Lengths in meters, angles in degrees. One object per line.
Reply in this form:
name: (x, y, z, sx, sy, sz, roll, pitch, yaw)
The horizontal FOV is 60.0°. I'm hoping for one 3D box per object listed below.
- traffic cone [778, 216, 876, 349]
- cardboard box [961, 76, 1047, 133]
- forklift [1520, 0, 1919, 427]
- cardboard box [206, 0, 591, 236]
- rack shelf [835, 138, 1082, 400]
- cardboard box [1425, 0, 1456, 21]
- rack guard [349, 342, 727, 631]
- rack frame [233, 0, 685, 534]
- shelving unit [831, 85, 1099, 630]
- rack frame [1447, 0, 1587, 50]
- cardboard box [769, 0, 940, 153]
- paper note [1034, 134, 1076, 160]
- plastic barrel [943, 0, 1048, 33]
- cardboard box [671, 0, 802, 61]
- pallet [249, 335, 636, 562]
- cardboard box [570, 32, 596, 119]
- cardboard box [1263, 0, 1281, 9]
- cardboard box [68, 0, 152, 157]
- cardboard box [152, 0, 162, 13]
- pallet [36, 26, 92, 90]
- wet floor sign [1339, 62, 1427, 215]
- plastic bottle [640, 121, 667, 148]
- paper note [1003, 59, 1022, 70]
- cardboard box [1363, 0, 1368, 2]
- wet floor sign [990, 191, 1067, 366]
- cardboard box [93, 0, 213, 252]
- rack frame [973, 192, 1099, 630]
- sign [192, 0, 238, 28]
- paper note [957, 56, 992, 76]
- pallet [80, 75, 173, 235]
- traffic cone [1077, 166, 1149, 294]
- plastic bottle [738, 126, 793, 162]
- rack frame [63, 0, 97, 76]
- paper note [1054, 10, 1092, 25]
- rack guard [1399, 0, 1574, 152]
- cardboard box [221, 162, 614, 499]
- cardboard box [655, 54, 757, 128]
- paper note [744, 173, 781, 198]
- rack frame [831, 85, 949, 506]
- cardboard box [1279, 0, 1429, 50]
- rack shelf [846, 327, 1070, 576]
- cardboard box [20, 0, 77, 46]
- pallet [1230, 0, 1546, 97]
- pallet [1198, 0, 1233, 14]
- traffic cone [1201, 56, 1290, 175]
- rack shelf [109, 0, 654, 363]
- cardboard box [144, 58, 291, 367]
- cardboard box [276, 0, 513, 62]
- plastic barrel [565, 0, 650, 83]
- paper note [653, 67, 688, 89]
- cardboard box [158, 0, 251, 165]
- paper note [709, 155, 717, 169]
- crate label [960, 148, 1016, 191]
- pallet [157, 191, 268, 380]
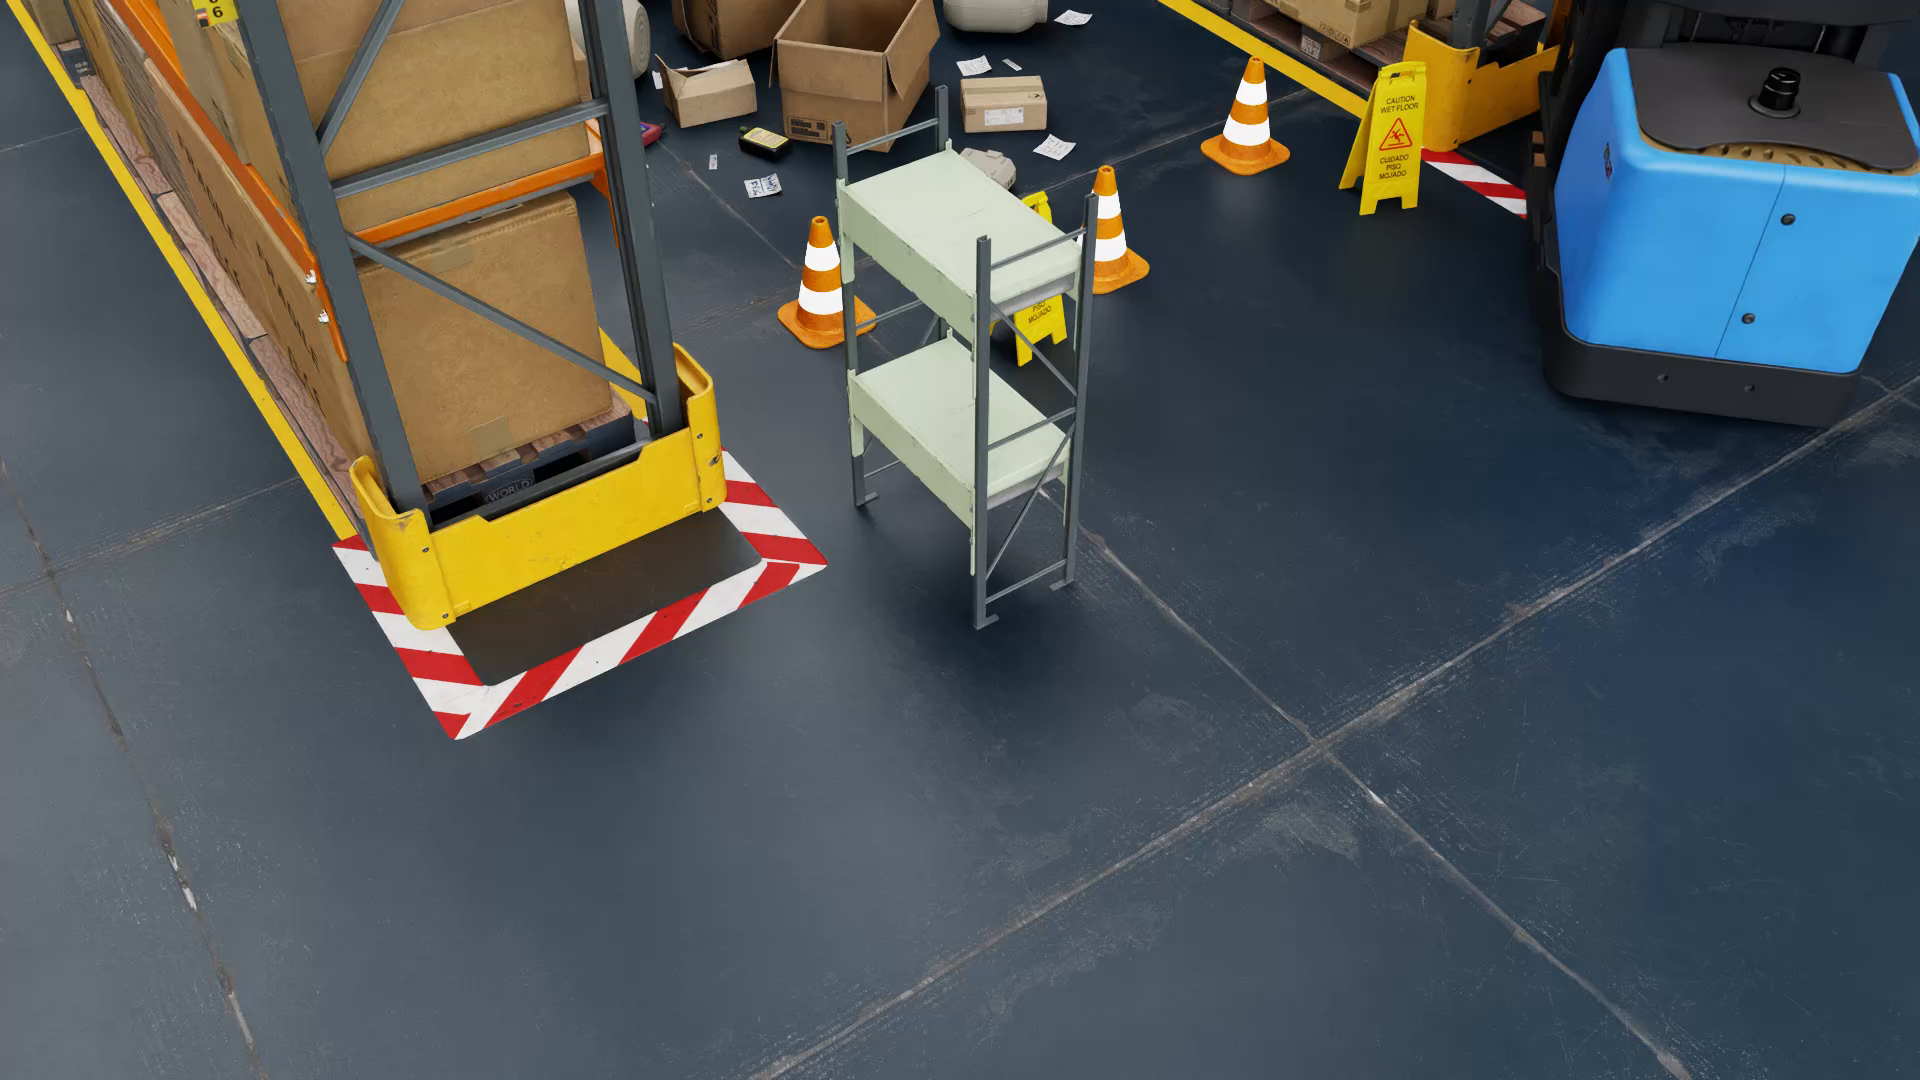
traffic cone: (-0.533, -1.057, 6.522, 0.336, 0.463, 0.334, -26, 49, -24)
cardboard box: (0.202, -2.038, 7.777, 0.380, 0.149, 0.250, -3, 44, -4)
forklift: (3.024, -2.503, 6.249, 1.130, 2.935, 3.031, 8, 44, 9)
cardboard box: (-1.644, -1.359, 4.893, 0.875, 0.550, 0.550, -26, 49, -24)
rack shelf: (0.004, -0.821, 4.959, 0.431, 0.370, 0.720, -26, 49, -24)
cardboard box: (2.373, -2.849, 8.249, 0.500, 0.250, 0.500, -26, 49, -25)
rack guard: (-1.380, -0.195, 5.592, 1.175, 0.500, 0.348, -26, 49, -24)
rack frame: (-1.394, -1.112, 4.743, 1.000, 3.000, 0.127, -26, 49, -24)
shelving unit: (0.004, -0.539, 5.228, 0.431, 1.500, 0.755, -26, 49, -24)
rack frame: (2.608, -3.125, 6.851, 1.000, 3.000, 0.127, -26, 49, -24)
cardboard box: (-0.473, -2.217, 7.708, 0.637, 0.503, 0.797, 11, 45, 11)
paper note: (0.435, -1.800, 7.614, 0.142, 0.019, 0.148, 26, 49, 25)
plastic barrel: (0.185, -2.765, 8.340, 0.512, 0.421, 0.421, 4, 44, 4)
cardboard box: (-1.015, -2.792, 8.212, 0.797, 0.637, 0.503, -26, 49, -24)
pallet: (-1.916, -0.526, 6.148, 1.003, 0.211, 1.213, -26, 49, -24)
cardboard box: (-1.953, -2.001, 7.482, 0.500, 0.500, 0.500, -18, 46, -18)
cardboard box: (1.635, -2.930, 8.335, 0.500, 0.250, 0.500, -26, 49, -24)
cardboard box: (-3.380, -2.377, 7.303, 0.875, 0.875, 0.875, -25, 49, -24)
cardboard box: (-2.531, -2.312, 5.891, 0.875, 0.550, 0.500, -26, 49, -24)
pallet: (-4.186, -2.777, 8.506, 1.003, 0.211, 1.213, -26, 49, -24)
wet floor sign: (1.839, -1.743, 7.109, 0.267, 0.644, 0.232, -10, 45, -11)
plastic bottle: (-1.485, -1.857, 7.651, 0.133, 0.061, 0.283, 26, 49, 25)
paper note: (0.258, -2.343, 8.197, 0.032, 0.001, 0.123, -26, 49, -24)
cardboard box: (1.936, -2.904, 7.764, 0.500, 0.500, 0.500, -25, 49, -24)
wet floor sign: (0.246, -1.027, 6.358, 0.267, 0.644, 0.232, -35, 53, -31)
cardboard box: (-2.861, -1.868, 6.769, 0.875, 0.875, 0.875, -25, 49, -24)
rack frame: (0.213, -0.331, 5.011, 0.400, 1.500, 0.023, -26, 49, -24)
sign: (-1.847, -1.410, 4.045, 0.100, 0.325, 0.005, -26, 49, -24)
paper note: (0.072, -2.336, 8.184, 0.148, 0.019, 0.142, -10, 45, -11)
pallet: (-3.312, -1.908, 7.595, 1.003, 0.211, 1.213, -26, 49, -24)
traffic cone: (0.588, -1.310, 6.788, 0.336, 0.463, 0.334, -26, 49, -24)
plastic bottle: (-0.917, -1.824, 7.616, 0.283, 0.061, 0.133, 26, 49, 25)
rack frame: (-3.682, -3.378, 7.116, 1.000, 3.000, 0.127, -26, 49, -24)
paper note: (0.584, -2.685, 8.540, 0.148, 0.019, 0.142, 26, 49, 25)
rack guard: (2.565, -2.264, 7.759, 1.175, 0.500, 0.348, -26, 49, -24)
cardboard box: (-1.836, -0.854, 5.707, 0.875, 0.875, 0.875, -25, 49, -24)
cardboard box: (-1.188, -2.143, 7.803, 0.396, 0.266, 0.258, -18, 46, -18)
paper note: (-0.875, -1.573, 7.377, 0.144, 0.017, 0.142, -10, 45, -11)
rack frame: (-0.206, -0.746, 5.445, 0.400, 1.500, 0.023, -26, 49, -24)
cardboard box: (1.911, -2.648, 8.038, 0.500, 0.250, 0.500, -26, 49, -25)
rack shelf: (0.004, -0.303, 5.453, 0.431, 0.370, 0.720, -26, 49, -24)
cardboard box: (-4.111, -3.032, 8.079, 1.050, 0.750, 0.750, -26, 49, -25)
pallet: (2.129, -2.634, 8.356, 1.003, 0.211, 1.213, -26, 49, -24)
pallet: (1.435, -3.324, 9.079, 1.003, 0.211, 1.213, -26, 49, -24)
traffic cone: (1.304, -1.941, 7.449, 0.336, 0.463, 0.334, -26, 49, -24)
rack shelf: (-2.538, -1.985, 6.178, 1.077, 0.370, 4.000, -26, 49, -24)
cardboard box: (-2.341, -1.351, 6.228, 0.875, 0.875, 0.875, -26, 50, -25)
cardboard box: (-1.575, -1.783, 4.555, 0.875, 0.550, 0.550, -26, 49, -24)
plastic barrel: (-1.775, -2.409, 7.967, 0.512, 0.421, 0.421, 4, 44, 4)
paper note: (-1.405, -2.255, 8.096, 0.172, 0.023, 0.155, -10, 45, -11)
cardboard box: (-1.976, -1.662, 5.210, 0.875, 0.550, 0.550, -26, 49, -24)
paper note: (-1.119, -1.714, 7.538, 0.032, 0.001, 0.123, -3, 44, -4)
crate label: (0.087, -1.613, 7.341, 0.298, 0.136, 0.250, 18, 47, 18)
pallet: (-2.610, -1.216, 6.871, 1.003, 0.211, 1.213, -26, 49, -24)
